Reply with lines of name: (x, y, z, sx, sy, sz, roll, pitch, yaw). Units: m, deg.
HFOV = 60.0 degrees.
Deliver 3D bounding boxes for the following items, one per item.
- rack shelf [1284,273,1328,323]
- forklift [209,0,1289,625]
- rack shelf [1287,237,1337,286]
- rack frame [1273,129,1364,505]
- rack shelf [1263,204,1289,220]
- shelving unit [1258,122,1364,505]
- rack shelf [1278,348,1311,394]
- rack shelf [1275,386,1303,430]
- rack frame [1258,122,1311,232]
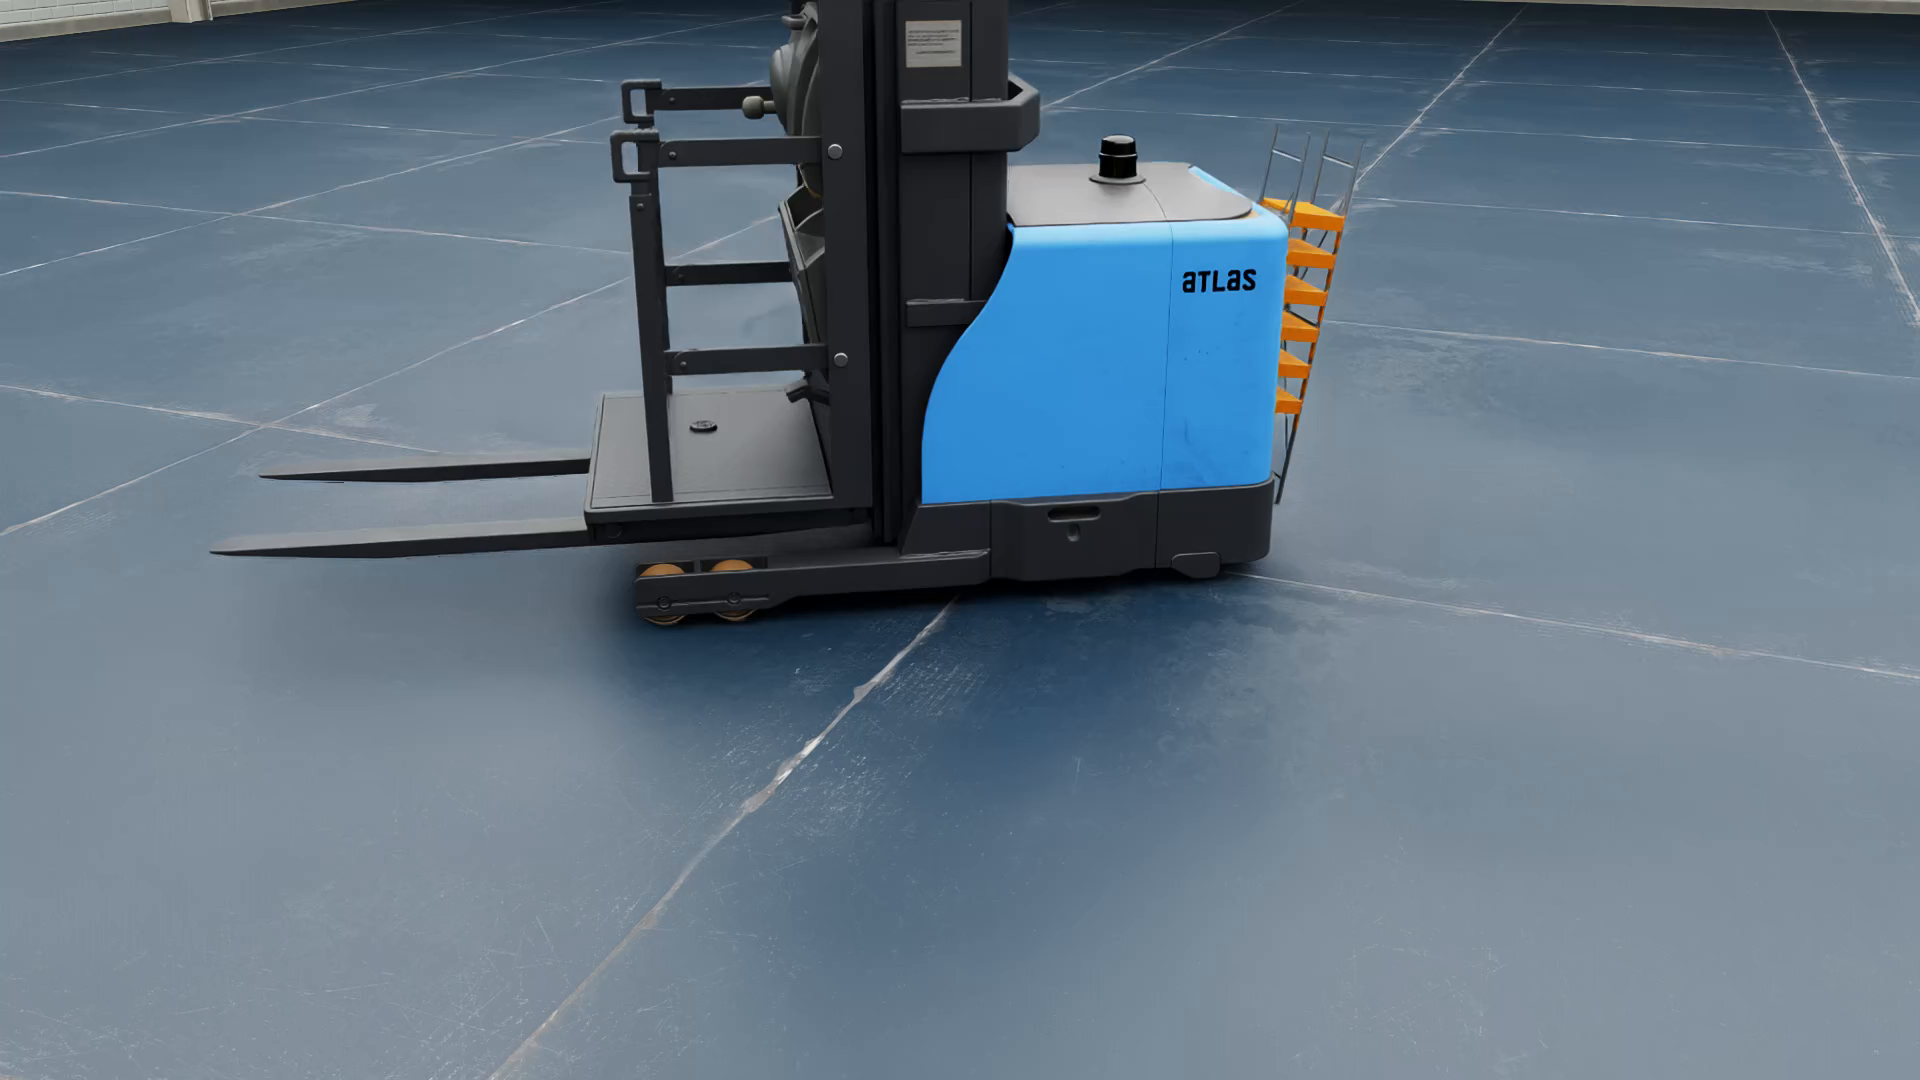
rack shelf: (1.042, -0.791, 5.374, 0.180, 0.103, 0.258, 2, 21, -18)
forklift: (-0.634, -1.292, 4.656, 3.031, 2.843, 1.129, -4, 23, -8)
rack shelf: (1.060, -0.903, 5.333, 0.180, 0.103, 0.258, 2, 21, -18)
rack frame: (1.118, -0.718, 5.429, 0.006, 1.200, 0.240, 2, 21, -18)
rack shelf: (1.082, -1.033, 5.286, 0.166, 0.020, 0.199, 2, 21, -18)
shelving unit: (1.031, -0.721, 5.400, 0.189, 1.200, 0.258, 2, 21, -18)
rack shelf: (1.006, -0.569, 5.456, 0.180, 0.103, 0.258, 2, 21, -18)
rack shelf: (0.988, -0.457, 5.497, 0.180, 0.103, 0.258, 2, 21, -18)
rack frame: (0.944, -0.725, 5.372, 0.006, 1.200, 0.240, 2, 21, -18)
